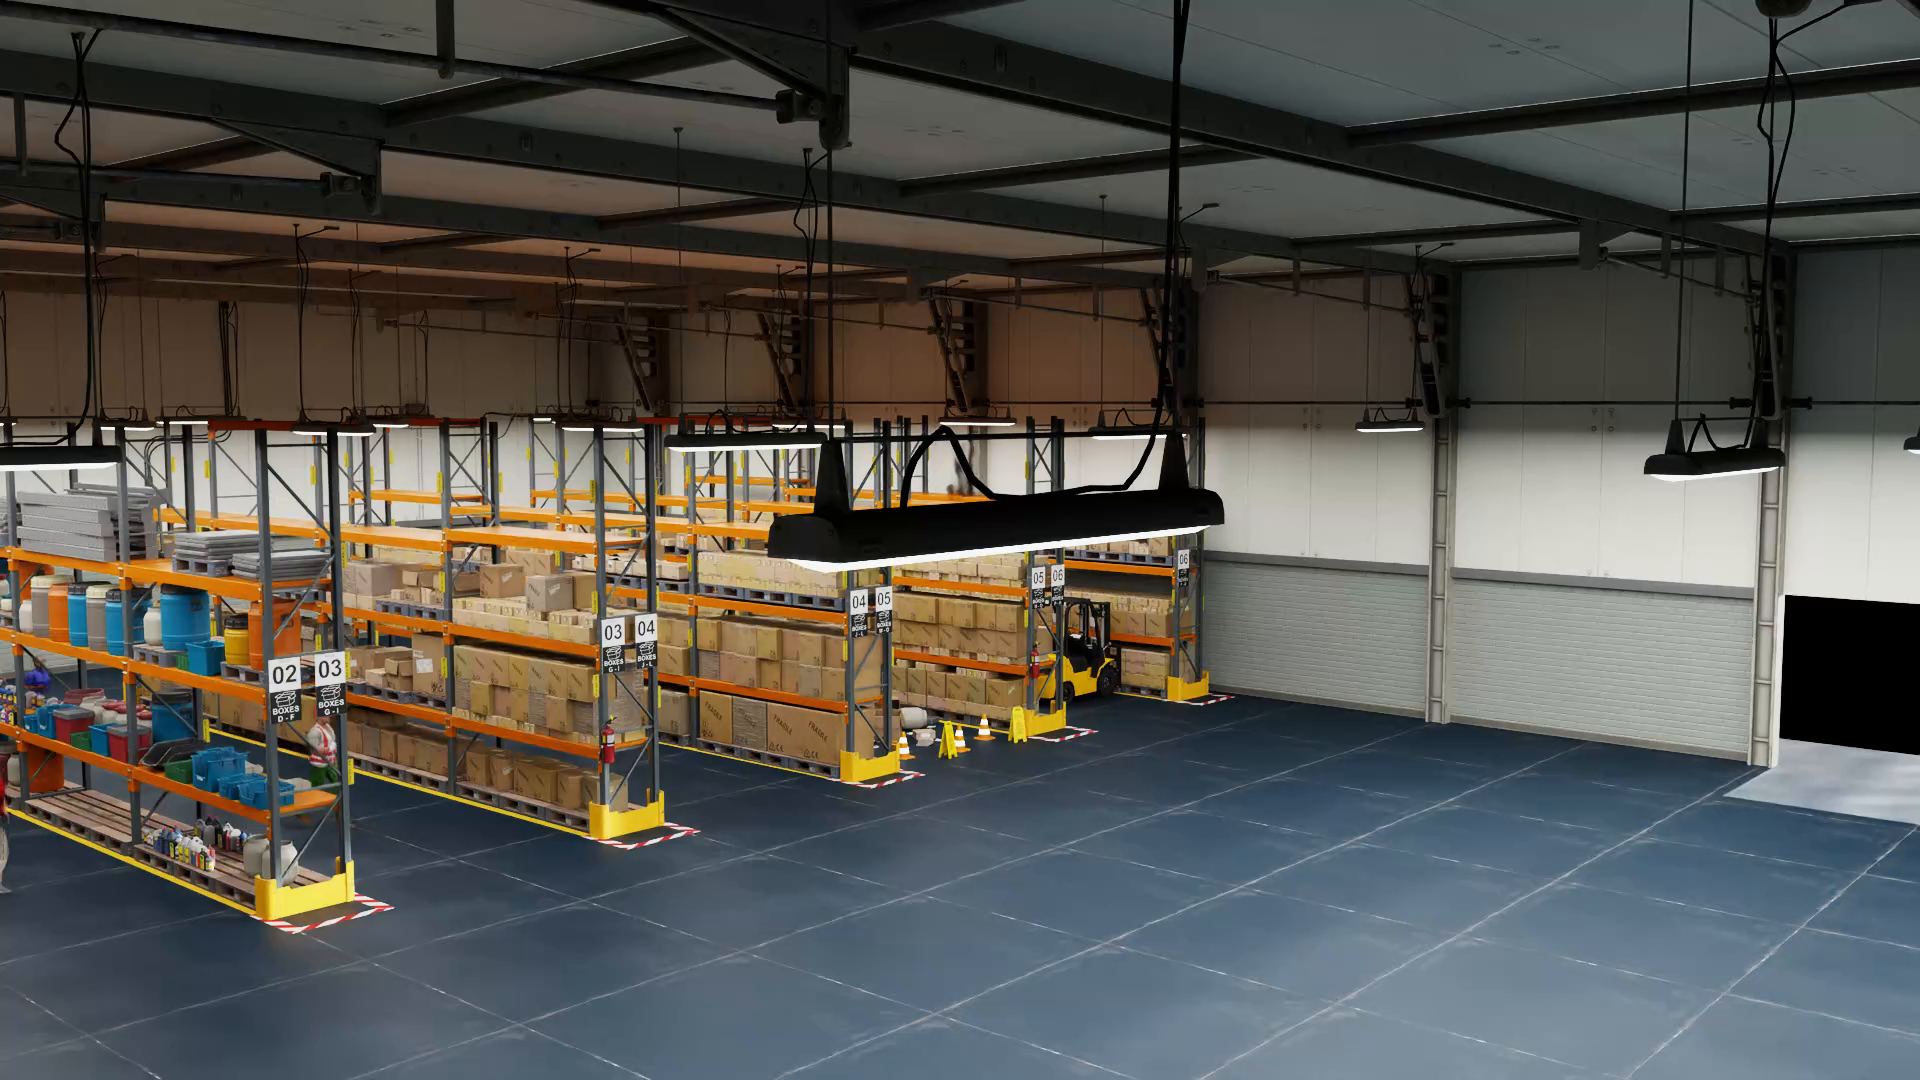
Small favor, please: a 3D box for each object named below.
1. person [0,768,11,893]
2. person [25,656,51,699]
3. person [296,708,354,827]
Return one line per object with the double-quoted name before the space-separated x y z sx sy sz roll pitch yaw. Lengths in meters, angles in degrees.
"person" -12.690 3.725 21.587 0.855 1.718 0.675 2 5 20
"person" -16.949 2.981 30.652 0.701 1.698 0.545 3 6 34
"person" -9.455 3.353 24.677 0.888 1.815 0.662 1 5 16
